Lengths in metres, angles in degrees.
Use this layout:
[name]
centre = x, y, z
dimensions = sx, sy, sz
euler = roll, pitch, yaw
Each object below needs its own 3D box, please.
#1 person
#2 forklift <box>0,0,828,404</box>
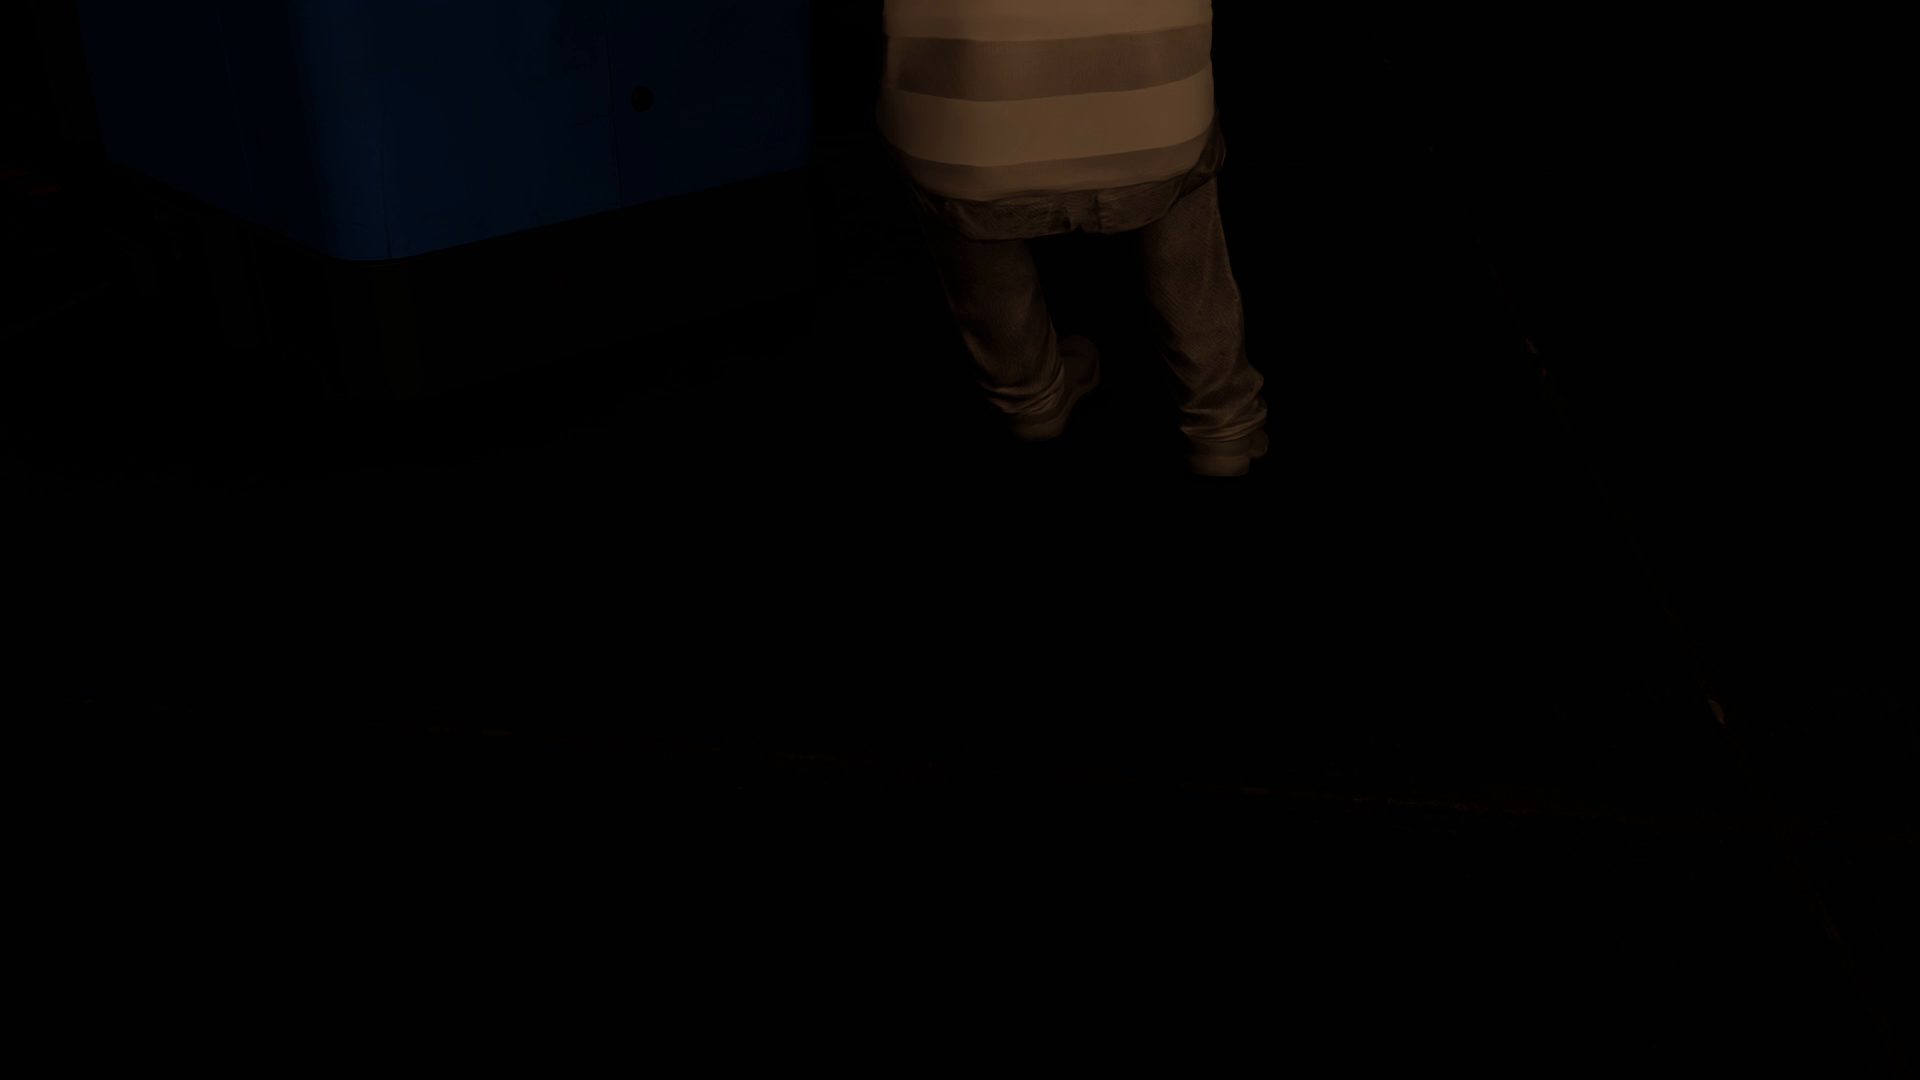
[person]
centre = -0.054, -0.684, 2.306
dimensions = 1.232, 1.470, 0.957
euler = -3, 27, -7
[forklift]
centre = -1.670, -2.103, 3.432
dimensions = 3.031, 2.935, 1.130
euler = 24, 35, 39
